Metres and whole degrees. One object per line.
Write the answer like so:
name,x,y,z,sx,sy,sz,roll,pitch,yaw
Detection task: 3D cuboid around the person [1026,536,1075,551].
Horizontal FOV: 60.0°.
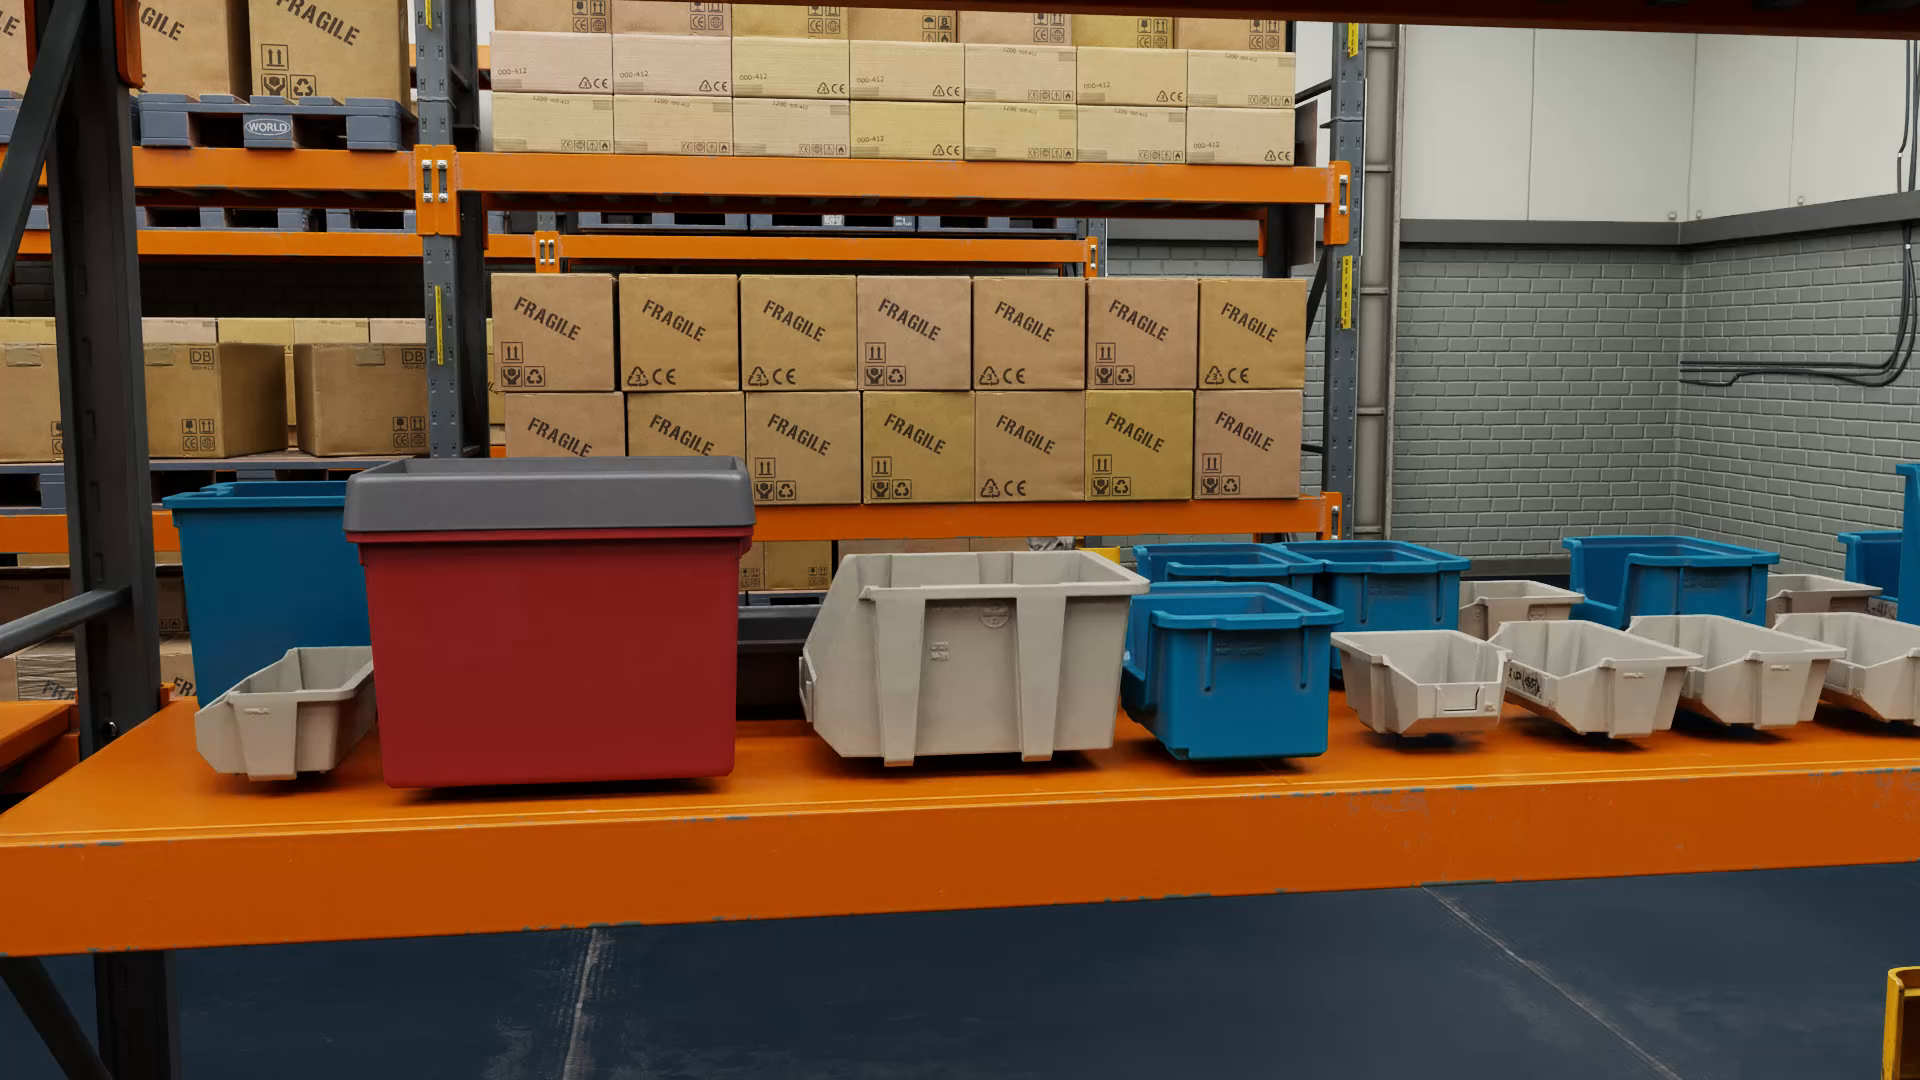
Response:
person,0.572,-0.068,10.251,0.451,1.778,0.603,-1,6,-10
